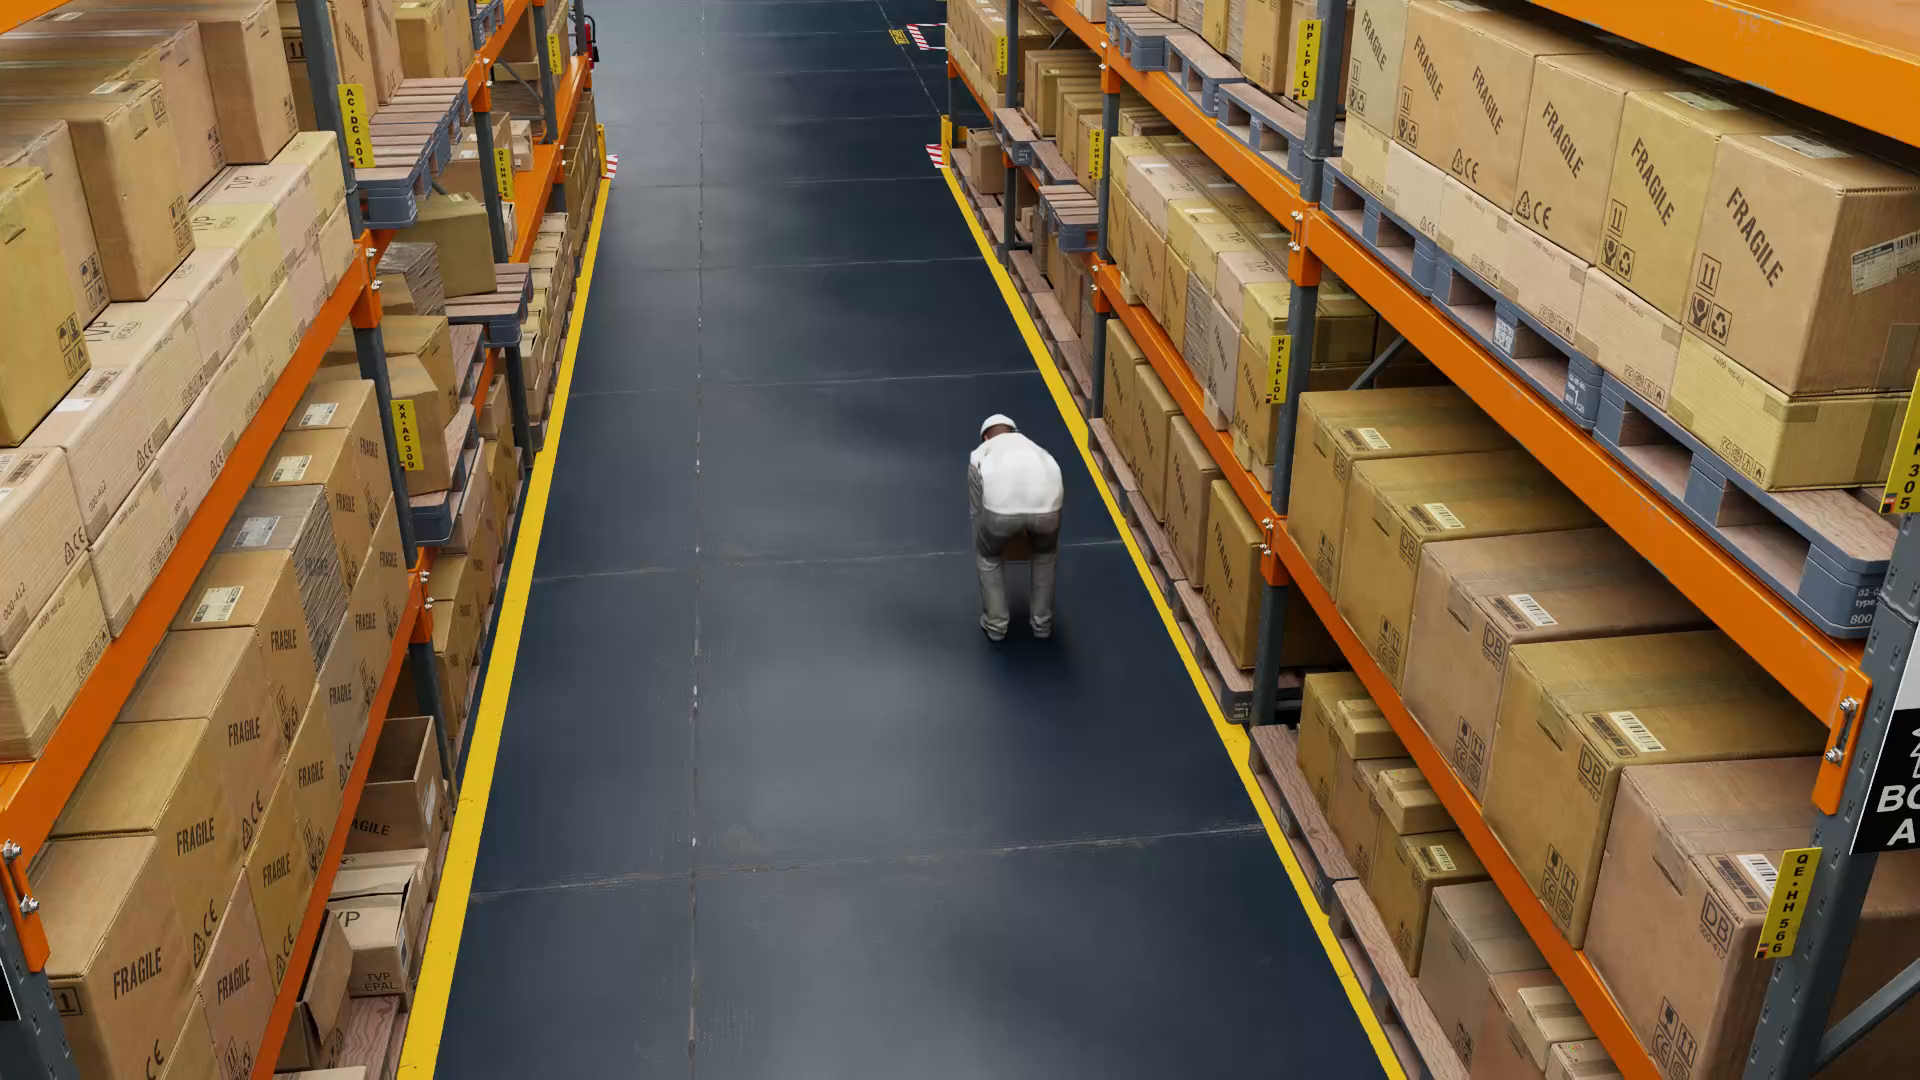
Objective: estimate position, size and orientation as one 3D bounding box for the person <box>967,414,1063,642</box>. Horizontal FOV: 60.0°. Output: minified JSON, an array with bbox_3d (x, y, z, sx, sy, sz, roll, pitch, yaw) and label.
[{"bbox_3d":[0.291,-0.090,9.497,0.473,1.111,1.011,-4,27,-8],"label":"person"}]
